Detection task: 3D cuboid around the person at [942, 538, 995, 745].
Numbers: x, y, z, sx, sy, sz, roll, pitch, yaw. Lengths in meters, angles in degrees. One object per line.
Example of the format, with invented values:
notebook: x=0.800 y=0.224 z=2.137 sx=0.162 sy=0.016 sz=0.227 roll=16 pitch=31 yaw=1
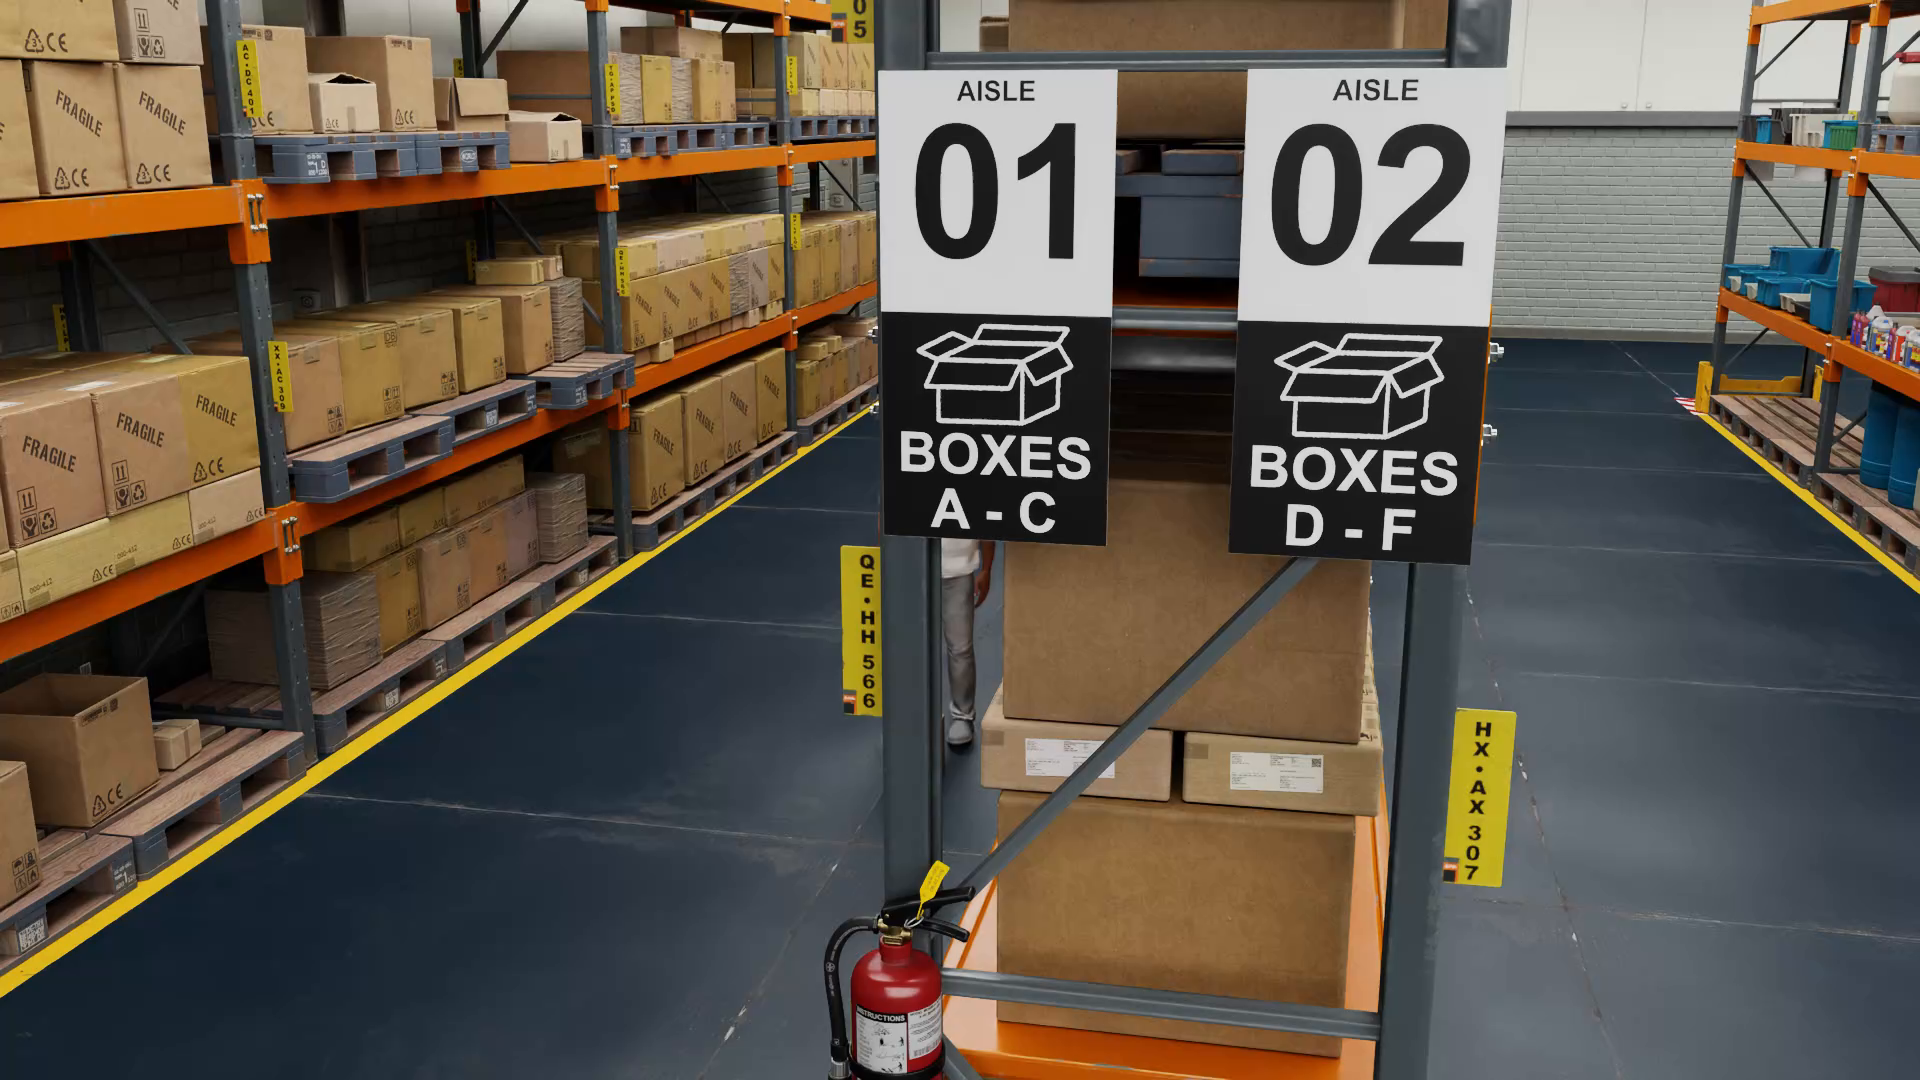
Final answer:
person: x=-0.101 y=0.153 z=8.380 sx=0.562 sy=1.762 sz=0.363 roll=3 pitch=15 yaw=13
